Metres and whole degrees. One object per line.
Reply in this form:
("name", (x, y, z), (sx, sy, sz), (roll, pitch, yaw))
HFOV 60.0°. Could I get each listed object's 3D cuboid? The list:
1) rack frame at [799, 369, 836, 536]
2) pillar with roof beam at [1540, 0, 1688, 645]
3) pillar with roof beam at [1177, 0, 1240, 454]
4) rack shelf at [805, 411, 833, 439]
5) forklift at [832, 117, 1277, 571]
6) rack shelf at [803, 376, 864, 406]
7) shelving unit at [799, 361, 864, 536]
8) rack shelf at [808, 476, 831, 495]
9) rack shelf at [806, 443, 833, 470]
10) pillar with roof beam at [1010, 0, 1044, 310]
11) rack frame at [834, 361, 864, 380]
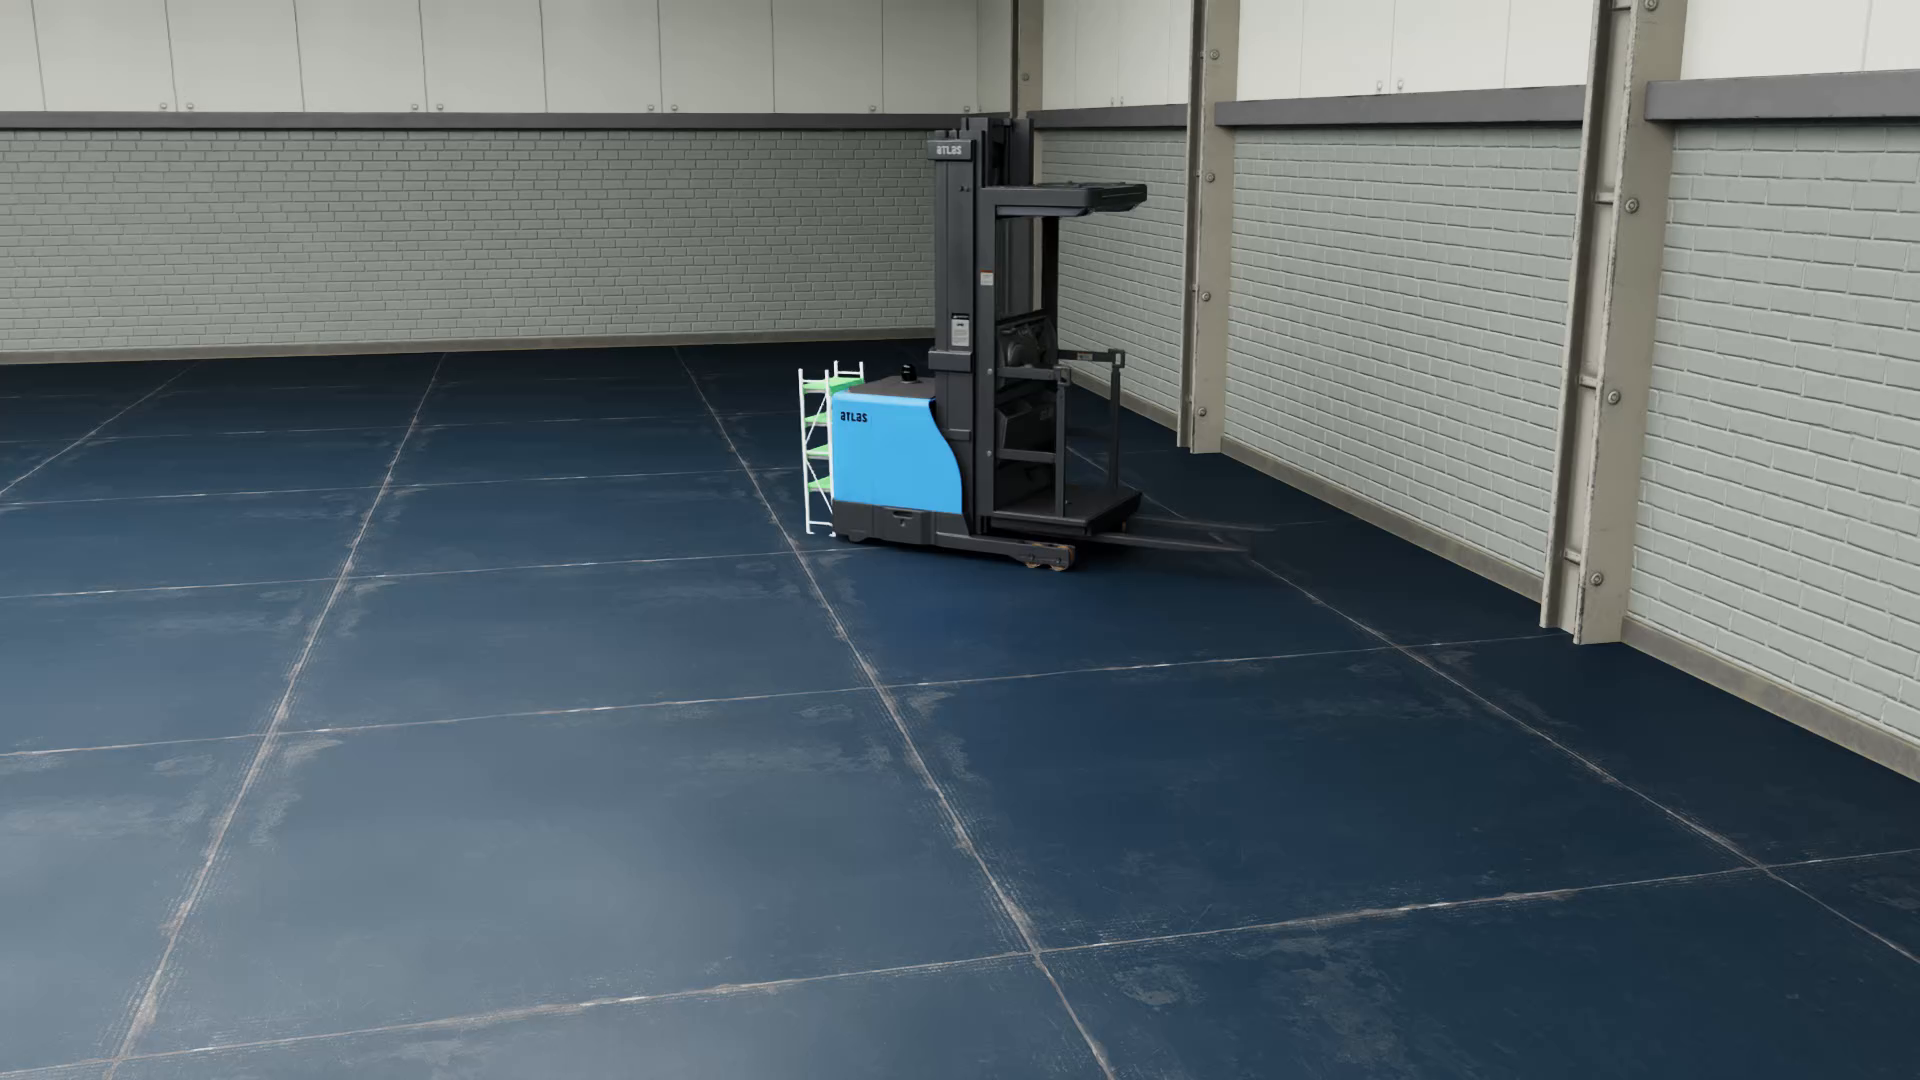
("rack frame", (-1.023, -0.627, 11.946), (0.240, 1.200, 0.015), (5, 14, 26))
("pillar with roof beam", (-0.556, -3.589, 7.656), (9.100, 9.000, 0.400), (-3, 14, -13))
("pillar with roof beam", (-1.965, -4.973, 13.322), (9.100, 9.000, 0.400), (-3, 14, -13))
("rack shelf", (-0.918, -0.850, 12.119), (0.258, 0.148, 0.480), (5, 14, 26))
("forklift", (0.642, -1.362, 11.325), (3.031, 2.935, 1.130), (7, 15, 25))
("rack shelf", (-0.925, -1.084, 12.065), (0.258, 0.148, 0.480), (5, 14, 26))
("shelving unit", (-0.913, -0.678, 12.158), (0.258, 1.200, 0.503), (5, 14, 26))
("rack shelf", (-0.905, -0.382, 12.226), (0.258, 0.148, 0.480), (5, 14, 26))
("rack shelf", (-0.912, -0.616, 12.173), (0.258, 0.148, 0.480), (5, 14, 26))
("pillar with roof beam", (-3.374, -6.357, 18.987), (9.100, 9.000, 0.400), (-3, 14, -13))
("rack frame", (-0.804, -0.730, 12.370), (0.240, 1.200, 0.015), (5, 14, 26))
